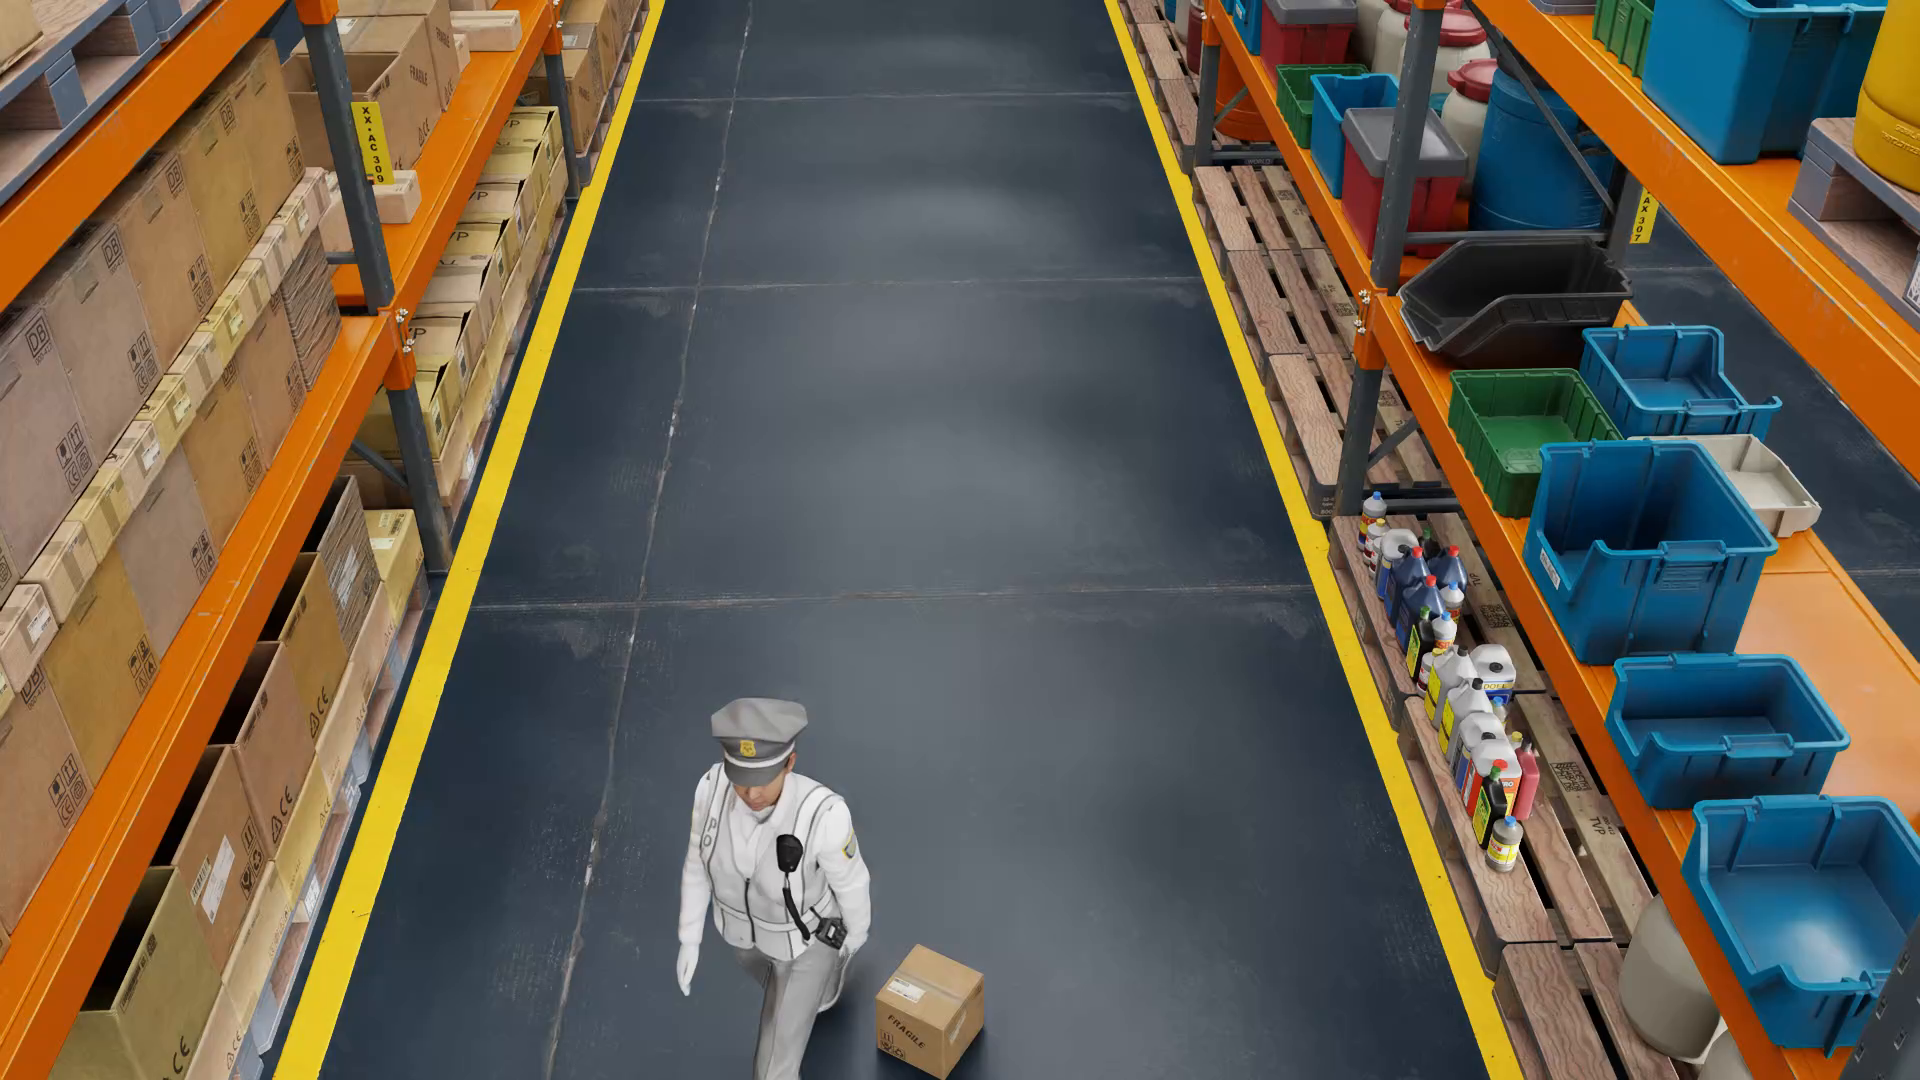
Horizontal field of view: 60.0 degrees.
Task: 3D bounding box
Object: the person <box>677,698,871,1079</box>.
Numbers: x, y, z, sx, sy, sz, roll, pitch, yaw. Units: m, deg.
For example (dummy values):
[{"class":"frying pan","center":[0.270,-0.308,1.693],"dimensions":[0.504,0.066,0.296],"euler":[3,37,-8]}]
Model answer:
[{"class":"person","center":[-0.494,1.049,4.647],"dimensions":[0.488,1.621,1.025],"euler":[15,38,20]}]
